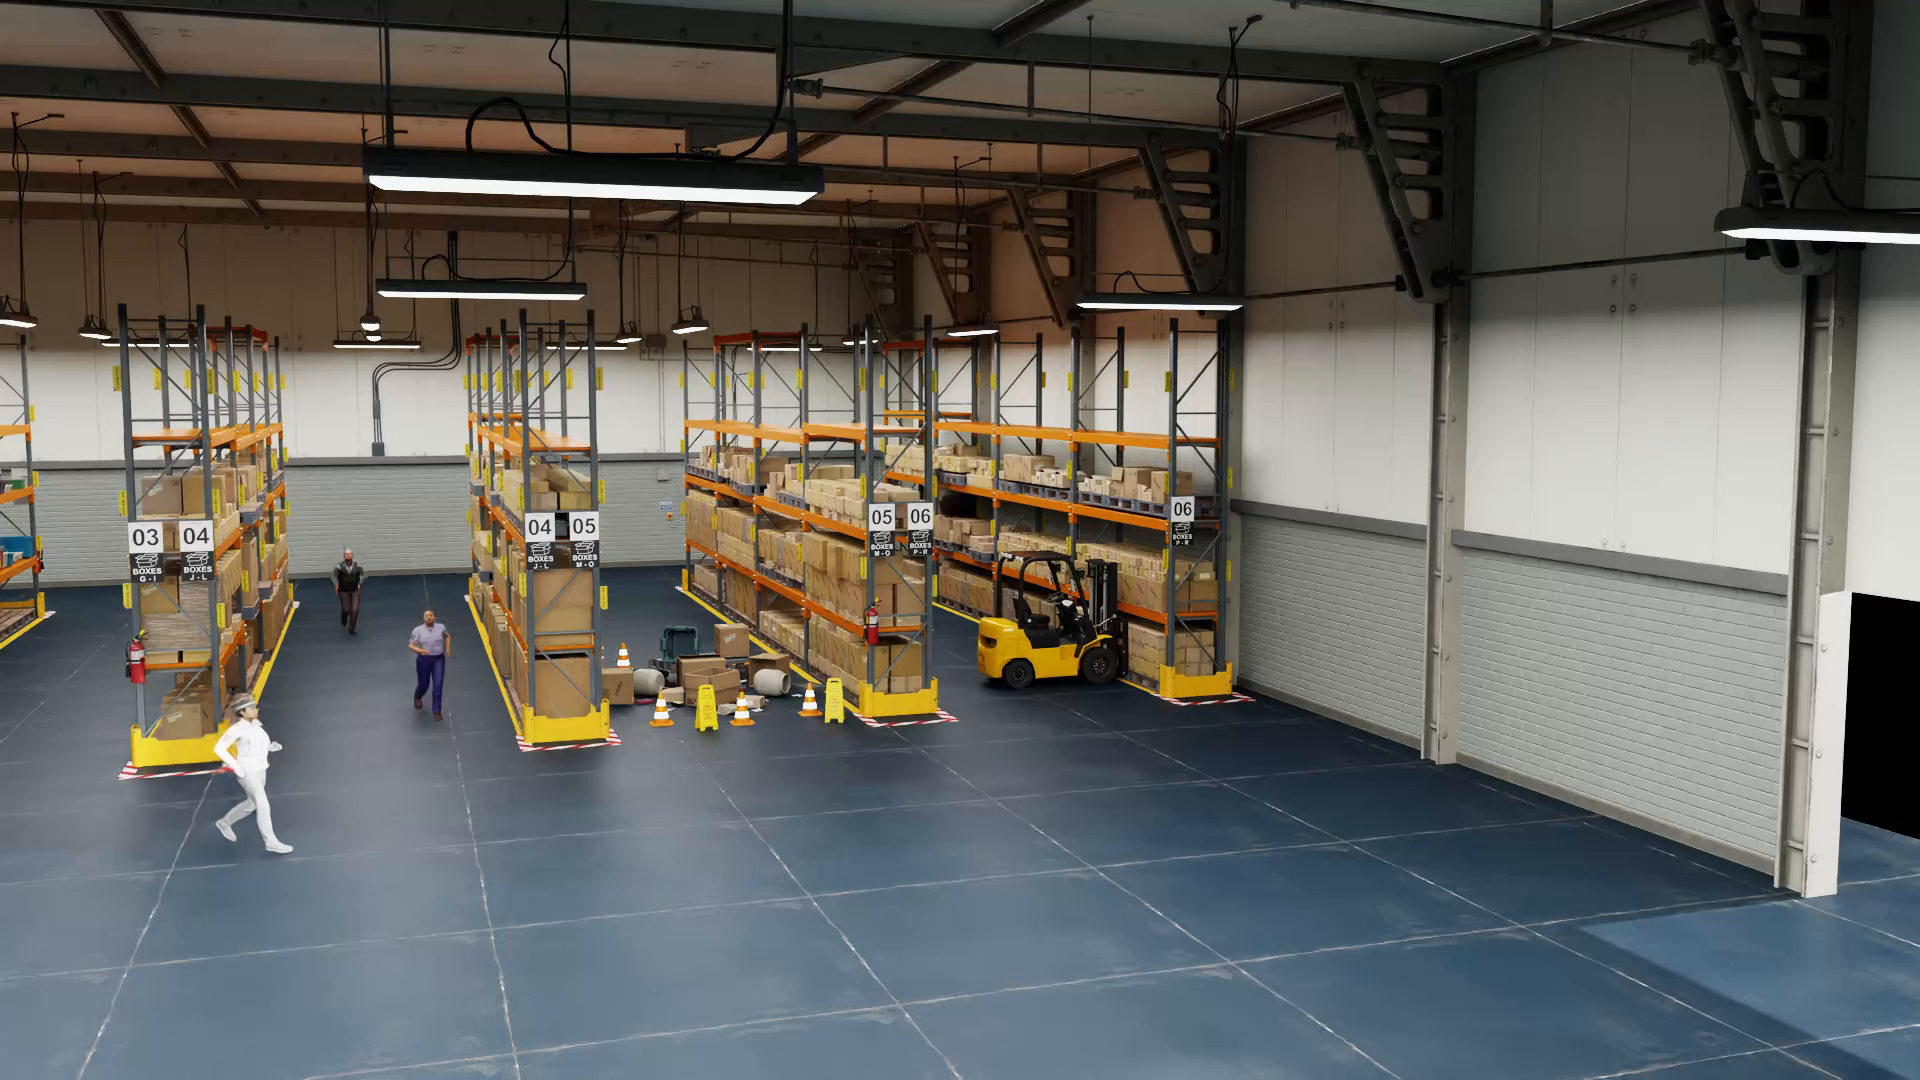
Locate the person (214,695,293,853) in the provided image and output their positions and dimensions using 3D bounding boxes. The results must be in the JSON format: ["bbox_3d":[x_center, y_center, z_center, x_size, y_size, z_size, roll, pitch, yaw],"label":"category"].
[{"bbox_3d":[-7.551,2.470,17.684,0.933,1.676,0.617,1,5,8],"label":"person"}]

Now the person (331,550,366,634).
[{"bbox_3d":[-12.185,1.032,33.182,0.660,1.683,0.586,-3,6,-27],"label":"person"}]

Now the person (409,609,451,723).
[{"bbox_3d":[-7.910,1.842,24.847,0.615,1.655,0.914,-2,6,-25],"label":"person"}]
